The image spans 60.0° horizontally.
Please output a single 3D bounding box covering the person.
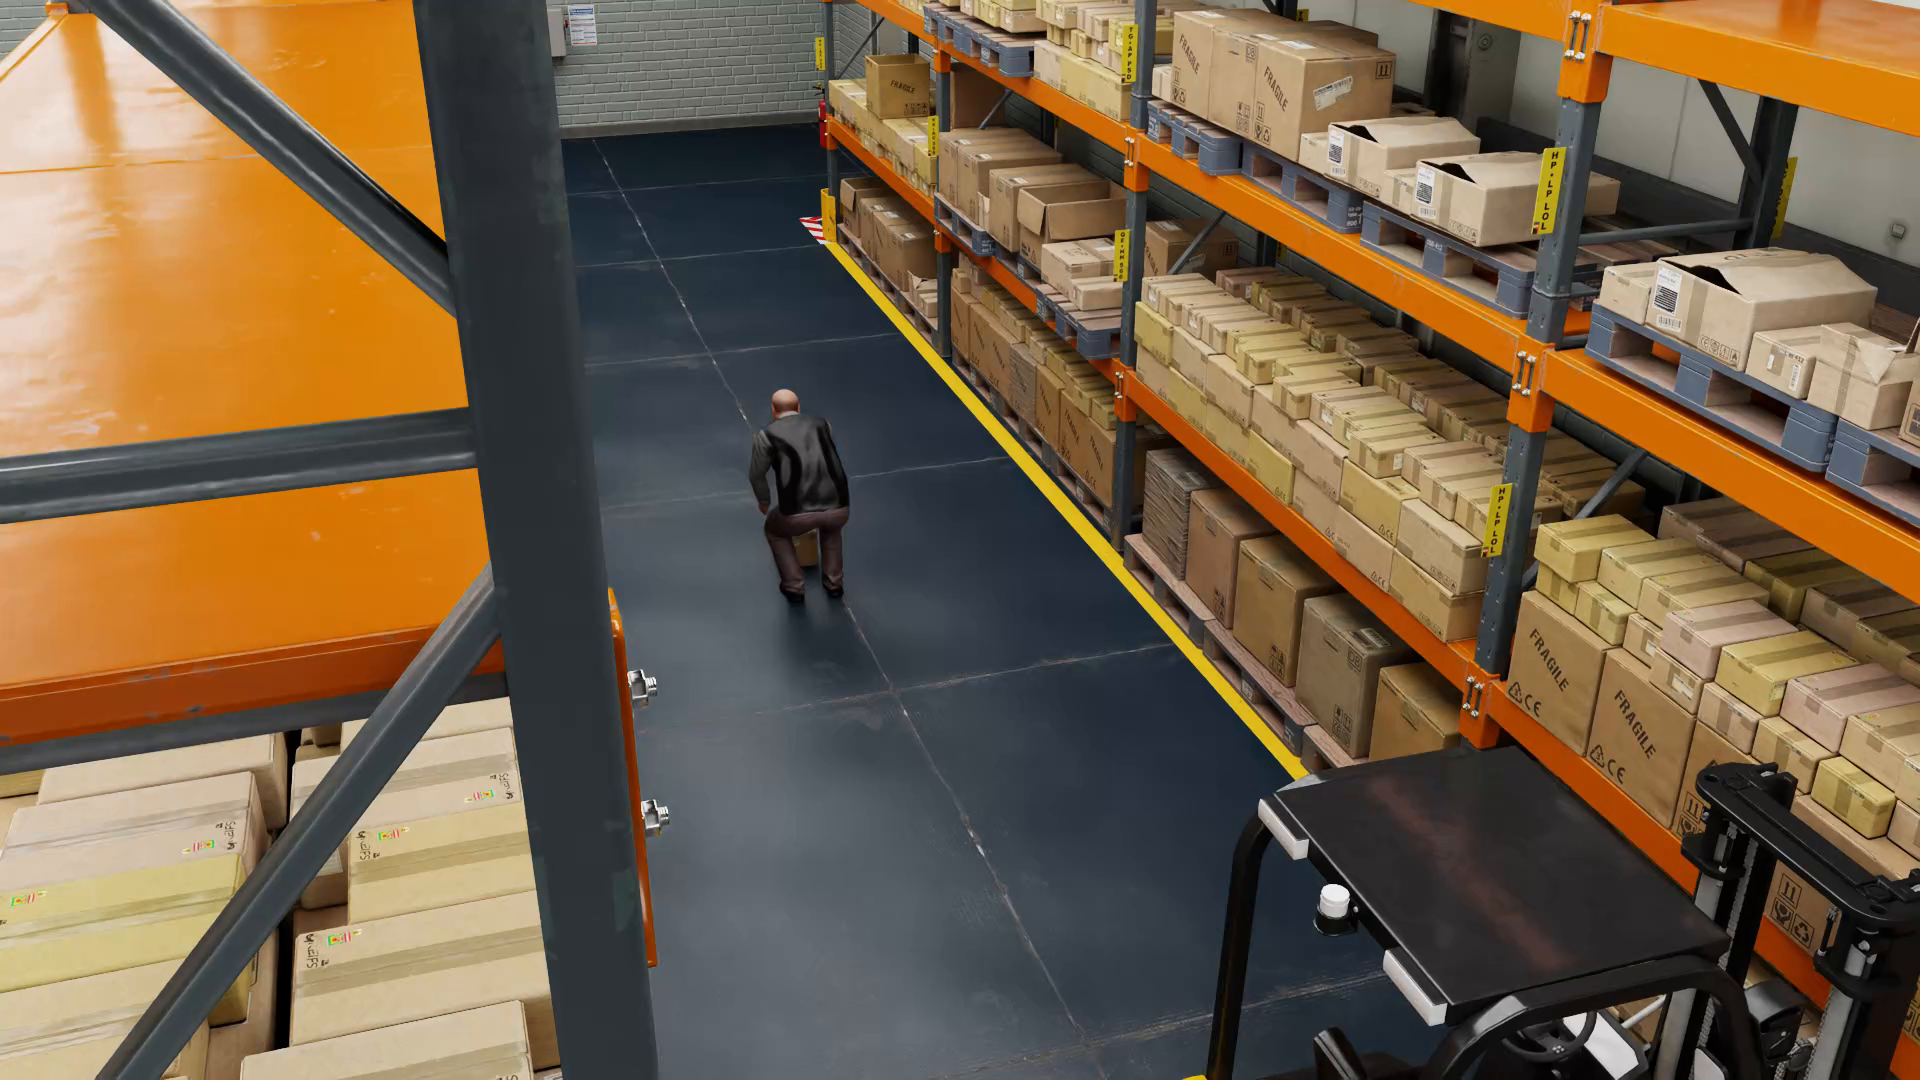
[{"bbox_3d":[-1.004,-0.256,10.445,0.585,1.255,0.784,-8,27,-16],"label":"person"}]
